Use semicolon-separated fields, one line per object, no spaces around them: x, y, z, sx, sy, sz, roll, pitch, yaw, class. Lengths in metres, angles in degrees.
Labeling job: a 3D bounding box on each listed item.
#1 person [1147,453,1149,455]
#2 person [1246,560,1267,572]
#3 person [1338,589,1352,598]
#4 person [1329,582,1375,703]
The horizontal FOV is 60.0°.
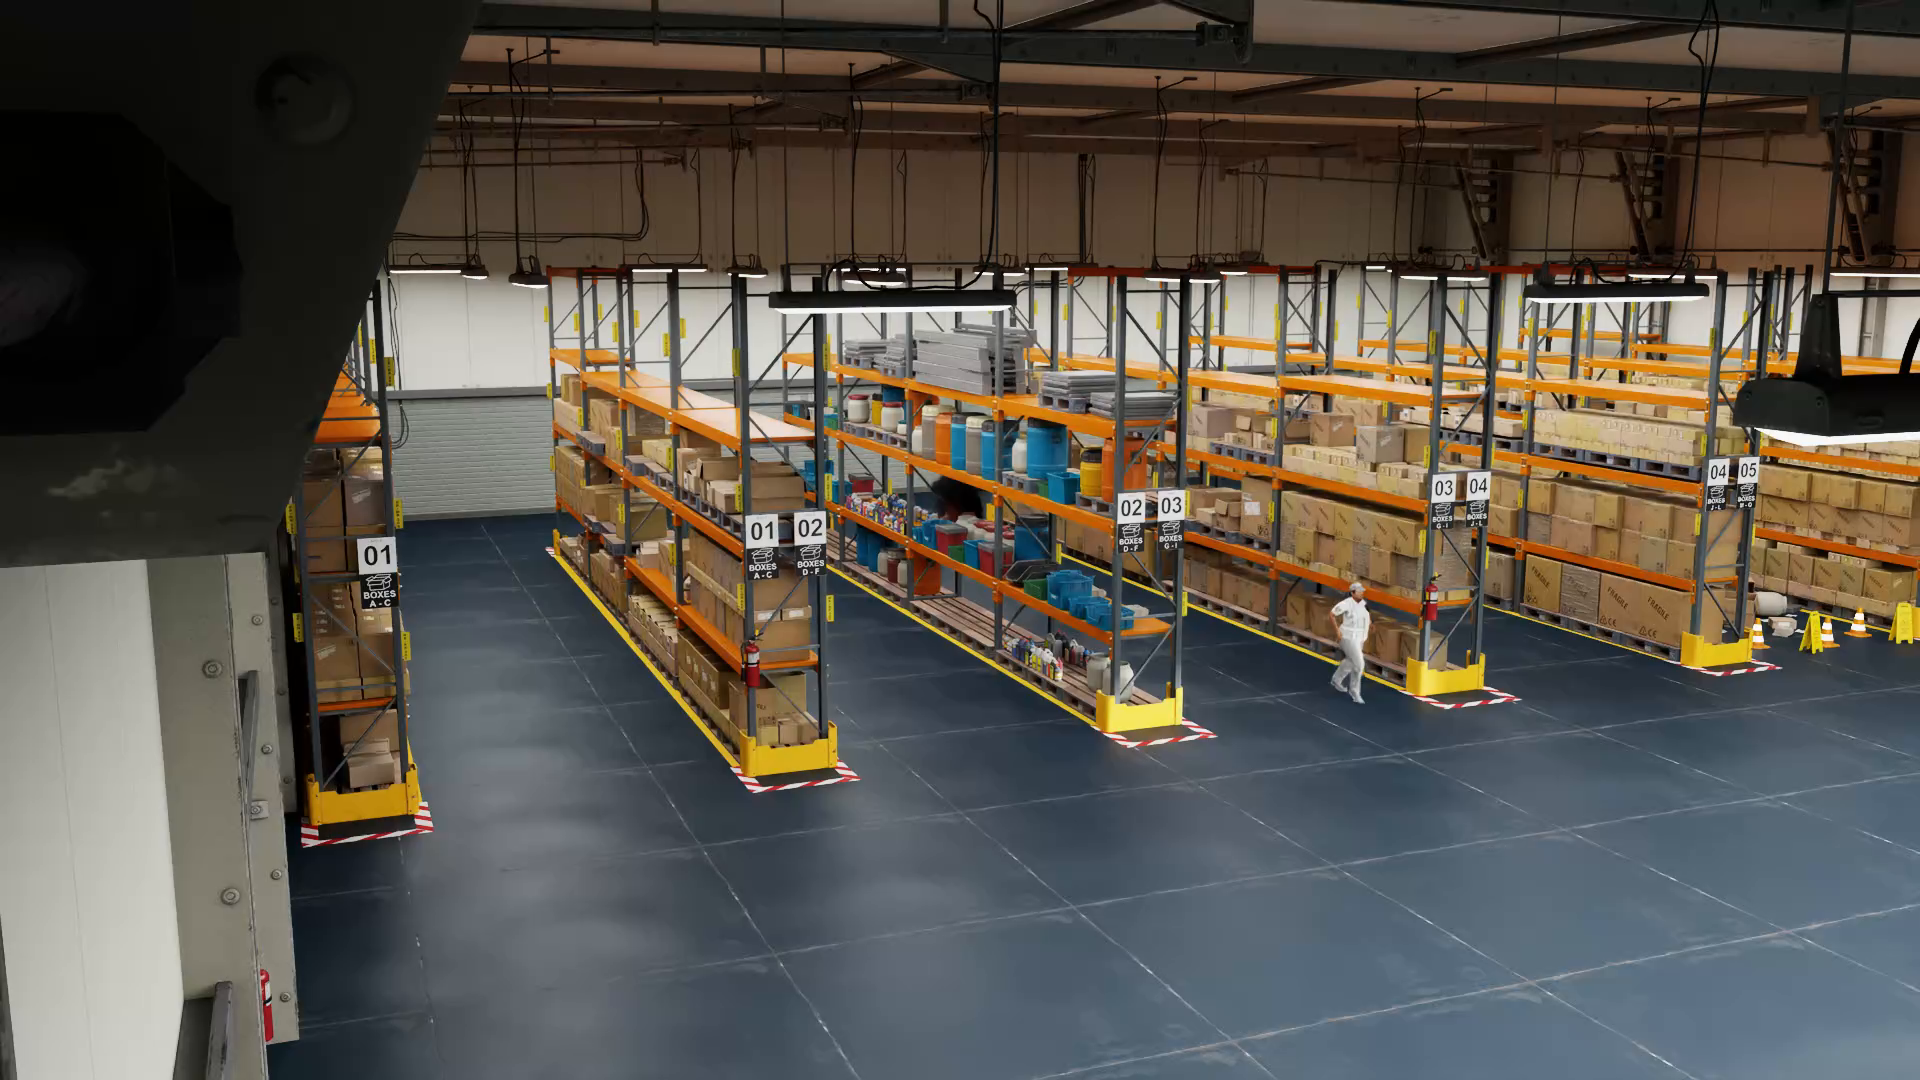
4.335;-1.584;40.832;0.673;1.757;0.657;-8;13;-39;person
5.828;-0.156;32.280;0.700;1.754;0.989;-5;11;-28;person
7.018;0.348;29.846;0.663;1.717;0.798;-5;11;-28;person
5.574;1.448;23.672;0.581;1.739;0.747;-8;13;-39;person
